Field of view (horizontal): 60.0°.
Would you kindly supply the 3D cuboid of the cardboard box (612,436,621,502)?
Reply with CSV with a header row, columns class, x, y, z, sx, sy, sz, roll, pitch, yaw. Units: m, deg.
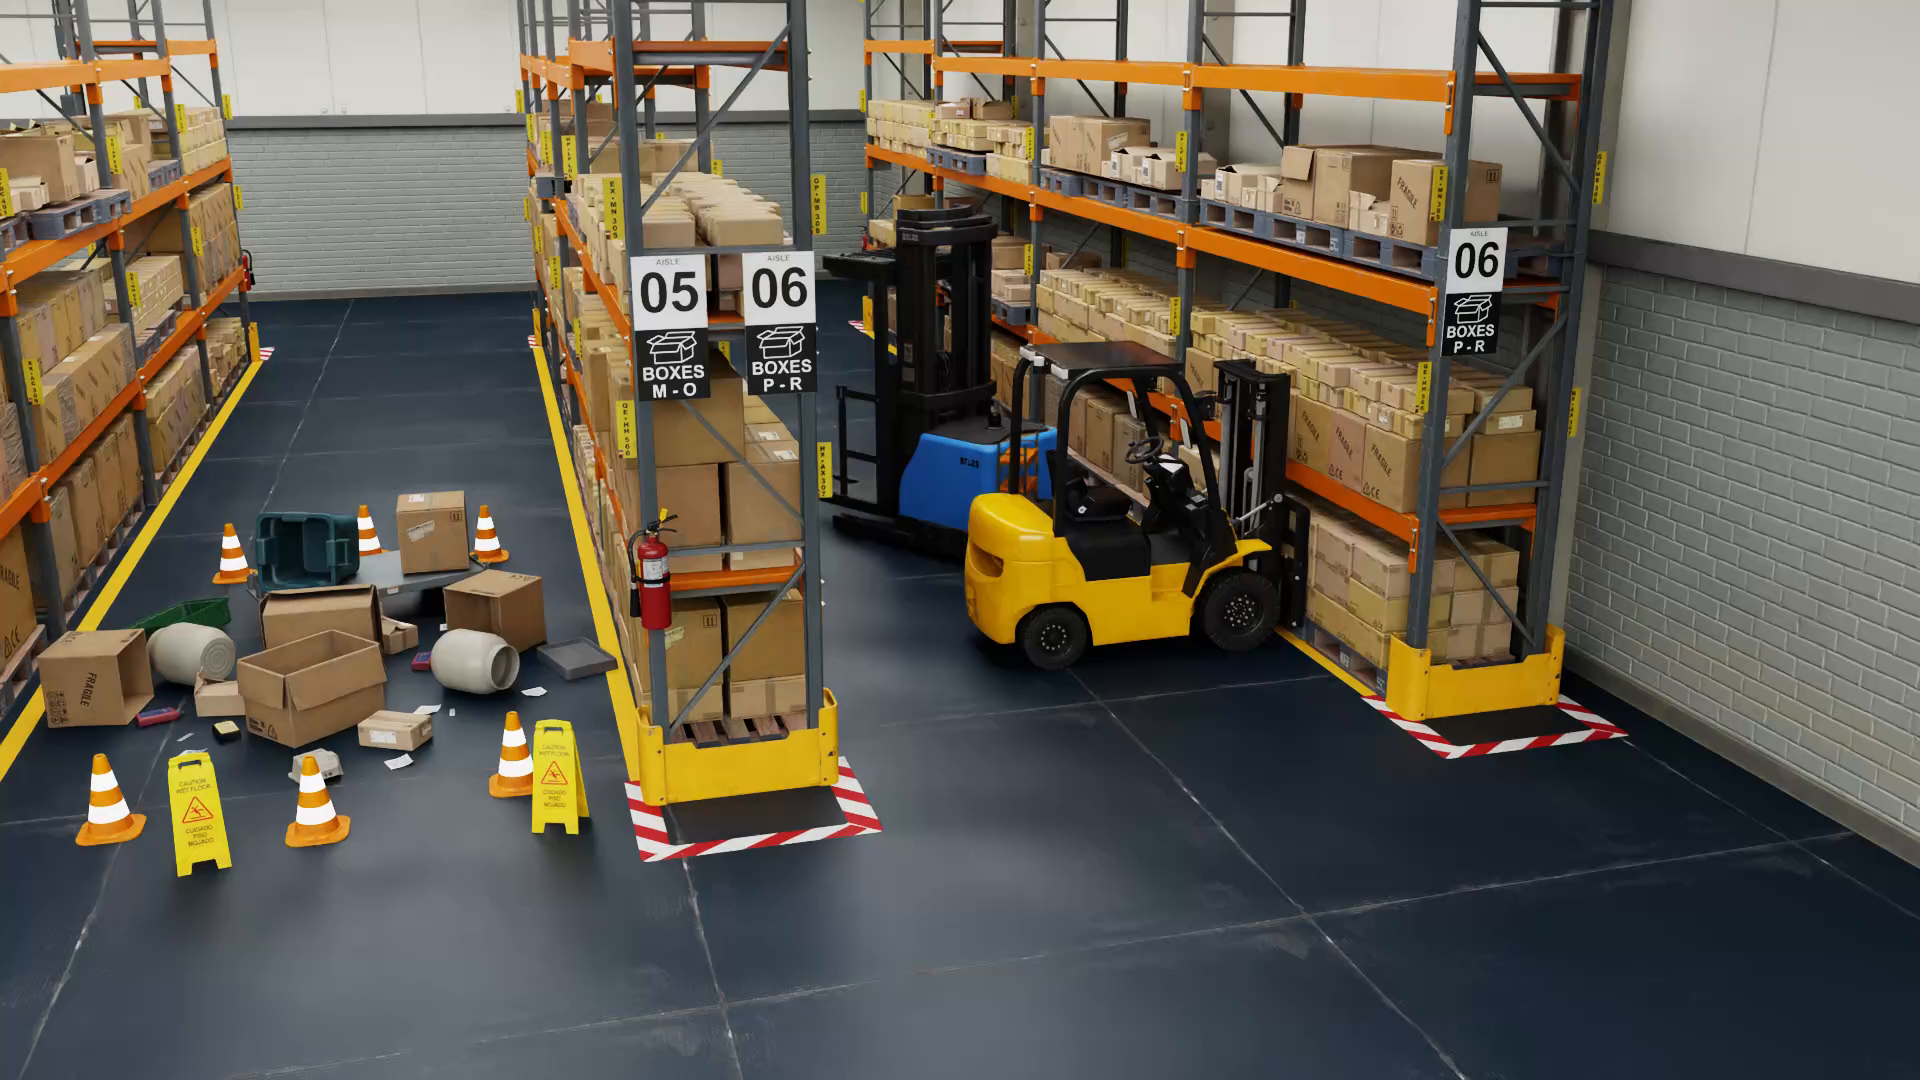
class,x,y,z,sx,sy,sz,roll,pitch,yaw
cardboard box,-1.990,-0.540,10.846,0.500,0.500,0.500,-5,17,-16

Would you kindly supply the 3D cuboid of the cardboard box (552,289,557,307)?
class,x,y,z,sx,sy,sz,roll,pitch,yaw
cardboard box,-4.189,-2.720,18.185,0.500,0.250,0.500,-5,17,-17

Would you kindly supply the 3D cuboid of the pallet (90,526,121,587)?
class,x,y,z,sx,sy,sz,roll,pitch,yaw
pallet,-7.763,0.159,14.057,1.003,0.211,1.213,-5,17,-15

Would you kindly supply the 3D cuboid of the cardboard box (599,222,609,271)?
class,x,y,z,sx,sy,sz,roll,pitch,yaw
cardboard box,-1.992,-1.854,10.439,0.500,0.250,0.500,-4,17,-14

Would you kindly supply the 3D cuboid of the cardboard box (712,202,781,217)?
class,x,y,z,sx,sy,sz,roll,pitch,yaw
cardboard box,-1.301,-1.974,10.148,0.380,0.149,0.250,-5,17,-15

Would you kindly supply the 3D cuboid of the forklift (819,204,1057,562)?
class,x,y,z,sx,sy,sz,roll,pitch,yaw
forklift,-0.523,-1.530,14.951,3.031,2.935,1.130,15,22,40

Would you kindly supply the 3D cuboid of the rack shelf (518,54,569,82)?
class,x,y,z,sx,sy,sz,roll,pitch,yaw
rack shelf,-5.156,-6.154,21.742,1.077,0.370,4.000,-5,17,-15

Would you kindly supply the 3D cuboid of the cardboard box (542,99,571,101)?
class,x,y,z,sx,sy,sz,roll,pitch,yaw
cardboard box,-5.296,-5.534,21.869,0.500,0.500,0.500,-4,17,-14

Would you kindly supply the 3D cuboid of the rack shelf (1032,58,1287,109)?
class,x,y,z,sx,sy,sz,roll,pitch,yaw
rack shelf,1.814,-4.334,15.685,1.077,0.370,4.000,-5,17,-15

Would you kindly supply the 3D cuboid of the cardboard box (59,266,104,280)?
class,x,y,z,sx,sy,sz,roll,pitch,yaw
cardboard box,-9.455,-2.847,17.890,0.380,0.149,0.250,-5,17,-16

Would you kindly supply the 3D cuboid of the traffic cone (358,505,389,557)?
class,x,y,z,sx,sy,sz,roll,pitch,yaw
traffic cone,-5.136,-0.069,14.377,0.336,0.463,0.334,-5,17,-15

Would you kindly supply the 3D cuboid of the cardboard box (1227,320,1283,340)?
class,x,y,z,sx,sy,sz,roll,pitch,yaw
cardboard box,2.404,-1.698,13.574,0.380,0.149,0.250,-5,17,-16

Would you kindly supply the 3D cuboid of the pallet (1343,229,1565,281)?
class,x,y,z,sx,sy,sz,roll,pitch,yaw
pallet,3.294,-1.929,11.101,1.003,0.211,1.213,-5,17,-15

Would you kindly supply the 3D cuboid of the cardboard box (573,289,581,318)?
class,x,y,z,sx,sy,sz,roll,pitch,yaw
cardboard box,-3.173,-1.977,14.898,0.500,0.500,0.500,-5,18,-17

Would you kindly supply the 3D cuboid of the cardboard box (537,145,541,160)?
class,x,y,z,sx,sy,sz,roll,pitch,yaw
cardboard box,-4.595,-4.412,18.886,0.380,0.166,0.250,-6,18,-19

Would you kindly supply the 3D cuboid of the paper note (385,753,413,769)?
class,x,y,z,sx,sy,sz,roll,pitch,yaw
paper note,-3.482,1.374,10.326,0.148,0.019,0.142,-12,20,-34

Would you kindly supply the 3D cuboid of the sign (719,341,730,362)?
class,x,y,z,sx,sy,sz,roll,pitch,yaw
sign,-1.888,-1.510,13.261,0.100,0.325,0.005,-5,17,-15

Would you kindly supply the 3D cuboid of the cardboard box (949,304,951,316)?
class,x,y,z,sx,sy,sz,roll,pitch,yaw
cardboard box,0.066,-2.998,21.691,0.380,0.149,0.250,-5,17,-16

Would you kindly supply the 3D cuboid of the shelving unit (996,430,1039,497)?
class,x,y,z,sx,sy,sz,roll,pitch,yaw
shelving unit,0.474,-0.262,13.740,0.258,1.200,0.503,4,17,13

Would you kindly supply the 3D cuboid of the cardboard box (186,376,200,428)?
class,x,y,z,sx,sy,sz,roll,pitch,yaw
cardboard box,-8.752,-1.521,18.418,0.500,0.500,0.500,-5,17,-17

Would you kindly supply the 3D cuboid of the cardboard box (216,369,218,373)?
class,x,y,z,sx,sy,sz,roll,pitch,yaw
cardboard box,-9.546,-2.082,20.895,0.380,0.149,0.250,-5,18,-18

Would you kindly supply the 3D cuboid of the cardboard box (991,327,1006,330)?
class,x,y,z,sx,sy,sz,roll,pitch,yaw
cardboard box,0.361,-2.564,20.761,0.380,0.149,0.250,-5,17,-15

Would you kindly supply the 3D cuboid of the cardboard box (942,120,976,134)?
class,x,y,z,sx,sy,sz,roll,pitch,yaw
cardboard box,-0.004,-5.106,20.537,0.380,0.149,0.250,-5,17,-16

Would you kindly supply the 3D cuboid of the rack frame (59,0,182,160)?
class,x,y,z,sx,sy,sz,roll,pitch,yaw
rack frame,-9.338,-5.717,18.343,1.000,3.000,0.127,-5,17,-15

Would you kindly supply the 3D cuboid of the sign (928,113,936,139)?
class,x,y,z,sx,sy,sz,roll,pitch,yaw
sign,-0.354,-5.296,21.256,0.100,0.325,0.005,-5,17,-15

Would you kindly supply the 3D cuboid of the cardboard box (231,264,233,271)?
class,x,y,z,sx,sy,sz,roll,pitch,yaw
cardboard box,-10.043,-3.691,22.461,0.380,0.149,0.250,-5,17,-15

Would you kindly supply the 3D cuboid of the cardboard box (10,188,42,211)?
class,x,y,z,sx,sy,sz,roll,pitch,yaw
cardboard box,-7.274,-2.605,12.728,0.380,0.149,0.250,-5,17,-15

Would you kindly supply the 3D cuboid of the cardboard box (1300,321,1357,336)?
class,x,y,z,sx,sy,sz,roll,pitch,yaw
cardboard box,2.986,-1.671,13.484,0.380,0.149,0.250,-5,17,-16

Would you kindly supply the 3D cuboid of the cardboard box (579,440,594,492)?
class,x,y,z,sx,sy,sz,roll,pitch,yaw
cardboard box,-3.151,-0.739,16.036,0.950,0.372,0.625,-5,17,-16

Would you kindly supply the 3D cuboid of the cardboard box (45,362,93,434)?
class,x,y,z,sx,sy,sz,roll,pitch,yaw
cardboard box,-7.299,-1.124,13.306,0.500,0.500,0.500,-5,17,-16

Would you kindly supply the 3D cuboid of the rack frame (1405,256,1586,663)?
class,x,y,z,sx,sy,sz,roll,pitch,yaw
rack frame,3.463,-0.338,10.862,1.000,3.000,0.127,-5,17,-15

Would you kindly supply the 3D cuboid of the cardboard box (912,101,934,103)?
class,x,y,z,sx,sy,sz,roll,pitch,yaw
cardboard box,-0.401,-6.265,24.256,0.500,0.250,0.500,-5,17,-17

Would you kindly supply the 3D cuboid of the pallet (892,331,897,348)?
class,x,y,z,sx,sy,sz,roll,pitch,yaw
pallet,-0.361,-2.849,24.071,1.003,0.211,1.213,-5,17,-15

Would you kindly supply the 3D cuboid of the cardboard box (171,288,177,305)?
class,x,y,z,sx,sy,sz,roll,pitch,yaw
cardboard box,-8.900,-2.690,18.399,0.380,0.149,0.250,-5,17,-15

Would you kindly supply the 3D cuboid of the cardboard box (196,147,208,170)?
class,x,y,z,sx,sy,sz,roll,pitch,yaw
cardboard box,-9.482,-4.641,20.236,0.500,0.250,0.500,-4,17,-13

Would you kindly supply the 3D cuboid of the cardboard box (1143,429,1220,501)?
class,x,y,z,sx,sy,sz,roll,pitch,yaw
cardboard box,2.210,-0.651,15.304,0.875,0.625,0.625,-4,17,-13

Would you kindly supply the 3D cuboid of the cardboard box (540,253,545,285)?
class,x,y,z,sx,sy,sz,roll,pitch,yaw
cardboard box,-5.126,-3.561,21.420,0.500,0.500,0.500,-5,17,-17

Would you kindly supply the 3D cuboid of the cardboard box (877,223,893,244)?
class,x,y,z,sx,sy,sz,roll,pitch,yaw
cardboard box,-0.929,-4.548,24.621,0.500,0.250,0.500,-5,17,-15

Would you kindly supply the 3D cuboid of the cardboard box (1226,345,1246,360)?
class,x,y,z,sx,sy,sz,roll,pitch,yaw
cardboard box,2.366,-1.478,13.357,0.380,0.149,0.250,-4,17,-14

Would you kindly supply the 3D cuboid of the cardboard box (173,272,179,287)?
class,x,y,z,sx,sy,sz,roll,pitch,yaw
cardboard box,-8.965,-2.900,18.582,0.380,0.149,0.250,-5,17,-15

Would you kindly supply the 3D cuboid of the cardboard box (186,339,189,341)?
class,x,y,z,sx,sy,sz,roll,pitch,yaw
cardboard box,-10.267,-2.613,21.629,0.380,0.149,0.250,-4,17,-13

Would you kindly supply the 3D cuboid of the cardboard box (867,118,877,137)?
class,x,y,z,sx,sy,sz,roll,pitch,yaw
cardboard box,-1.075,-6.126,24.662,0.500,0.250,0.500,-5,17,-16

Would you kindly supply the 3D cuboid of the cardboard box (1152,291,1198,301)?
class,x,y,z,sx,sy,sz,roll,pitch,yaw
cardboard box,2.099,-2.342,16.234,0.380,0.149,0.250,-5,17,-15

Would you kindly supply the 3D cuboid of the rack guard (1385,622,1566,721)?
class,x,y,z,sx,sy,sz,roll,pitch,yaw
rack guard,3.470,0.866,11.199,1.175,0.500,0.348,-5,17,-15

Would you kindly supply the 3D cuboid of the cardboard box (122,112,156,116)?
class,x,y,z,sx,sy,sz,roll,pitch,yaw
cardboard box,-10.169,-5.206,20.554,0.380,0.149,0.250,-4,17,-13

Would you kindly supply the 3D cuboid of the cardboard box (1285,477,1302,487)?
class,x,y,z,sx,sy,sz,roll,pitch,yaw
cardboard box,2.474,-0.370,13.280,0.500,0.250,0.500,-4,17,-13

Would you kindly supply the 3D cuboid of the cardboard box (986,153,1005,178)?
class,x,y,z,sx,sy,sz,roll,pitch,yaw
cardboard box,0.614,-4.315,19.151,0.500,0.250,0.500,-5,17,-15

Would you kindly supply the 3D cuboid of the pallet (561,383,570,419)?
class,x,y,z,sx,sy,sz,roll,pitch,yaw
pallet,-4.322,-1.720,20.313,1.003,0.211,1.213,-5,17,-15

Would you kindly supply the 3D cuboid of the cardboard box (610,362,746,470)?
class,x,y,z,sx,sy,sz,roll,pitch,yaw
cardboard box,-1.659,-0.737,9.764,0.700,0.500,0.500,-5,17,-17

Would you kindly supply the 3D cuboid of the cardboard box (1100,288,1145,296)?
class,x,y,z,sx,sy,sz,roll,pitch,yaw
cardboard box,1.598,-2.377,16.350,0.380,0.149,0.250,-5,17,-15

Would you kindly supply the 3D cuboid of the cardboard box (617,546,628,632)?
class,x,y,z,sx,sy,sz,roll,pitch,yaw
cardboard box,-2.058,0.327,11.395,0.500,0.500,0.500,-5,17,-17

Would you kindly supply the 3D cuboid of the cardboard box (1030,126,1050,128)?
class,x,y,z,sx,sy,sz,roll,pitch,yaw
cardboard box,1.023,-4.718,19.281,0.380,0.149,0.250,-5,17,-16

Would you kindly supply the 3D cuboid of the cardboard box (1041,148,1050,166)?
class,x,y,z,sx,sy,sz,roll,pitch,yaw
cardboard box,1.069,-4.004,17.355,0.380,0.166,0.250,-5,17,-15

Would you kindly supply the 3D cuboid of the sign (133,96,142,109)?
class,x,y,z,sx,sy,sz,roll,pitch,yaw
sign,-10.959,-5.763,22.189,0.100,0.325,0.005,-5,17,-15

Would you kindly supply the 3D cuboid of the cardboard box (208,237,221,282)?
class,x,y,z,sx,sy,sz,roll,pitch,yaw
cardboard box,-9.478,-3.470,20.598,0.500,0.500,0.500,-5,17,-16

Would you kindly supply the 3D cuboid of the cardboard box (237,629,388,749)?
class,x,y,z,sx,sy,sz,roll,pitch,yaw
cardboard box,-4.225,0.966,10.862,0.637,0.503,0.797,11,20,32

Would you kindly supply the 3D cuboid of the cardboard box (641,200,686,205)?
class,x,y,z,sx,sy,sz,roll,pitch,yaw
cardboard box,-1.887,-1.998,10.228,0.380,0.149,0.250,-5,17,-15
